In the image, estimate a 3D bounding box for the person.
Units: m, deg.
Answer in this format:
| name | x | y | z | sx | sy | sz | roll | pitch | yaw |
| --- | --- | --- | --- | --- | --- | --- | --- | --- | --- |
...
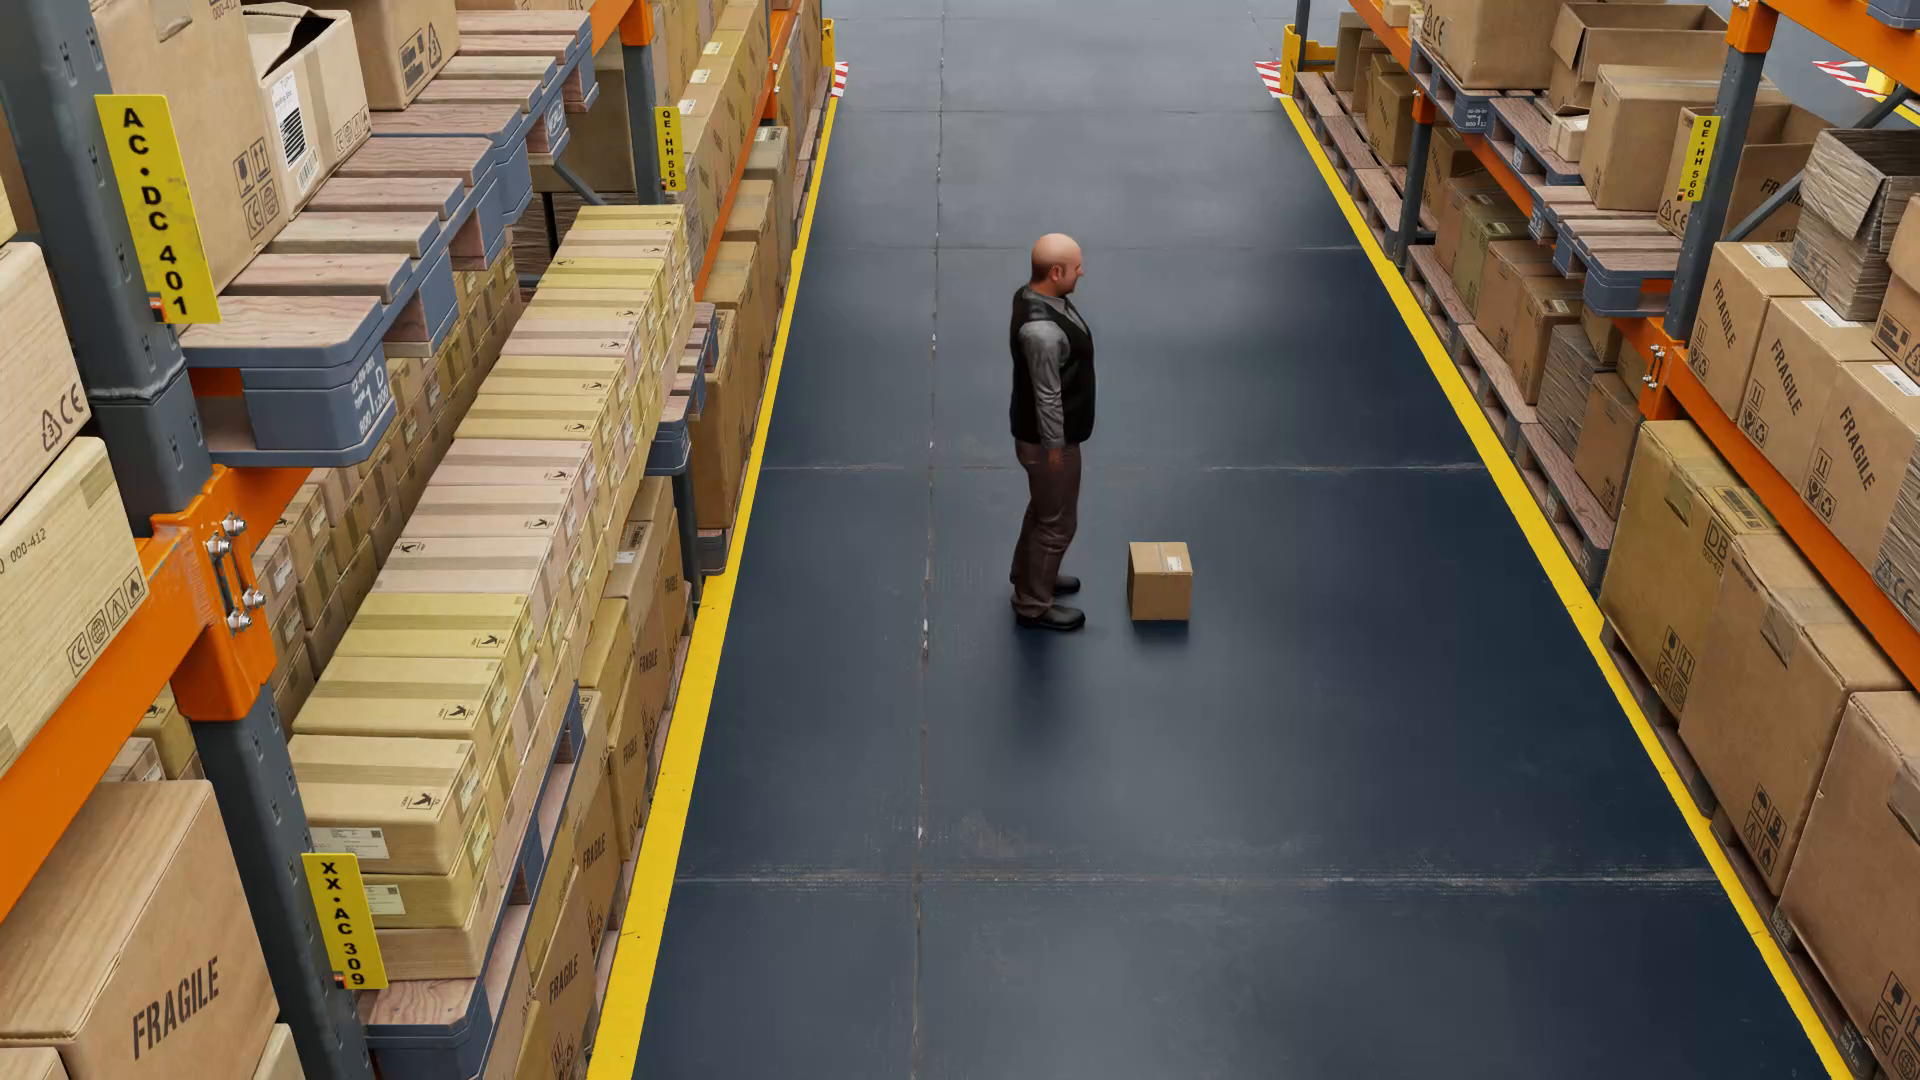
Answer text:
| name | x | y | z | sx | sy | sz | roll | pitch | yaw |
| --- | --- | --- | --- | --- | --- | --- | --- | --- | --- |
| person | 0.384 | -0.454 | 6.914 | 0.346 | 1.714 | 0.533 | 0 | 31 | 1 |
